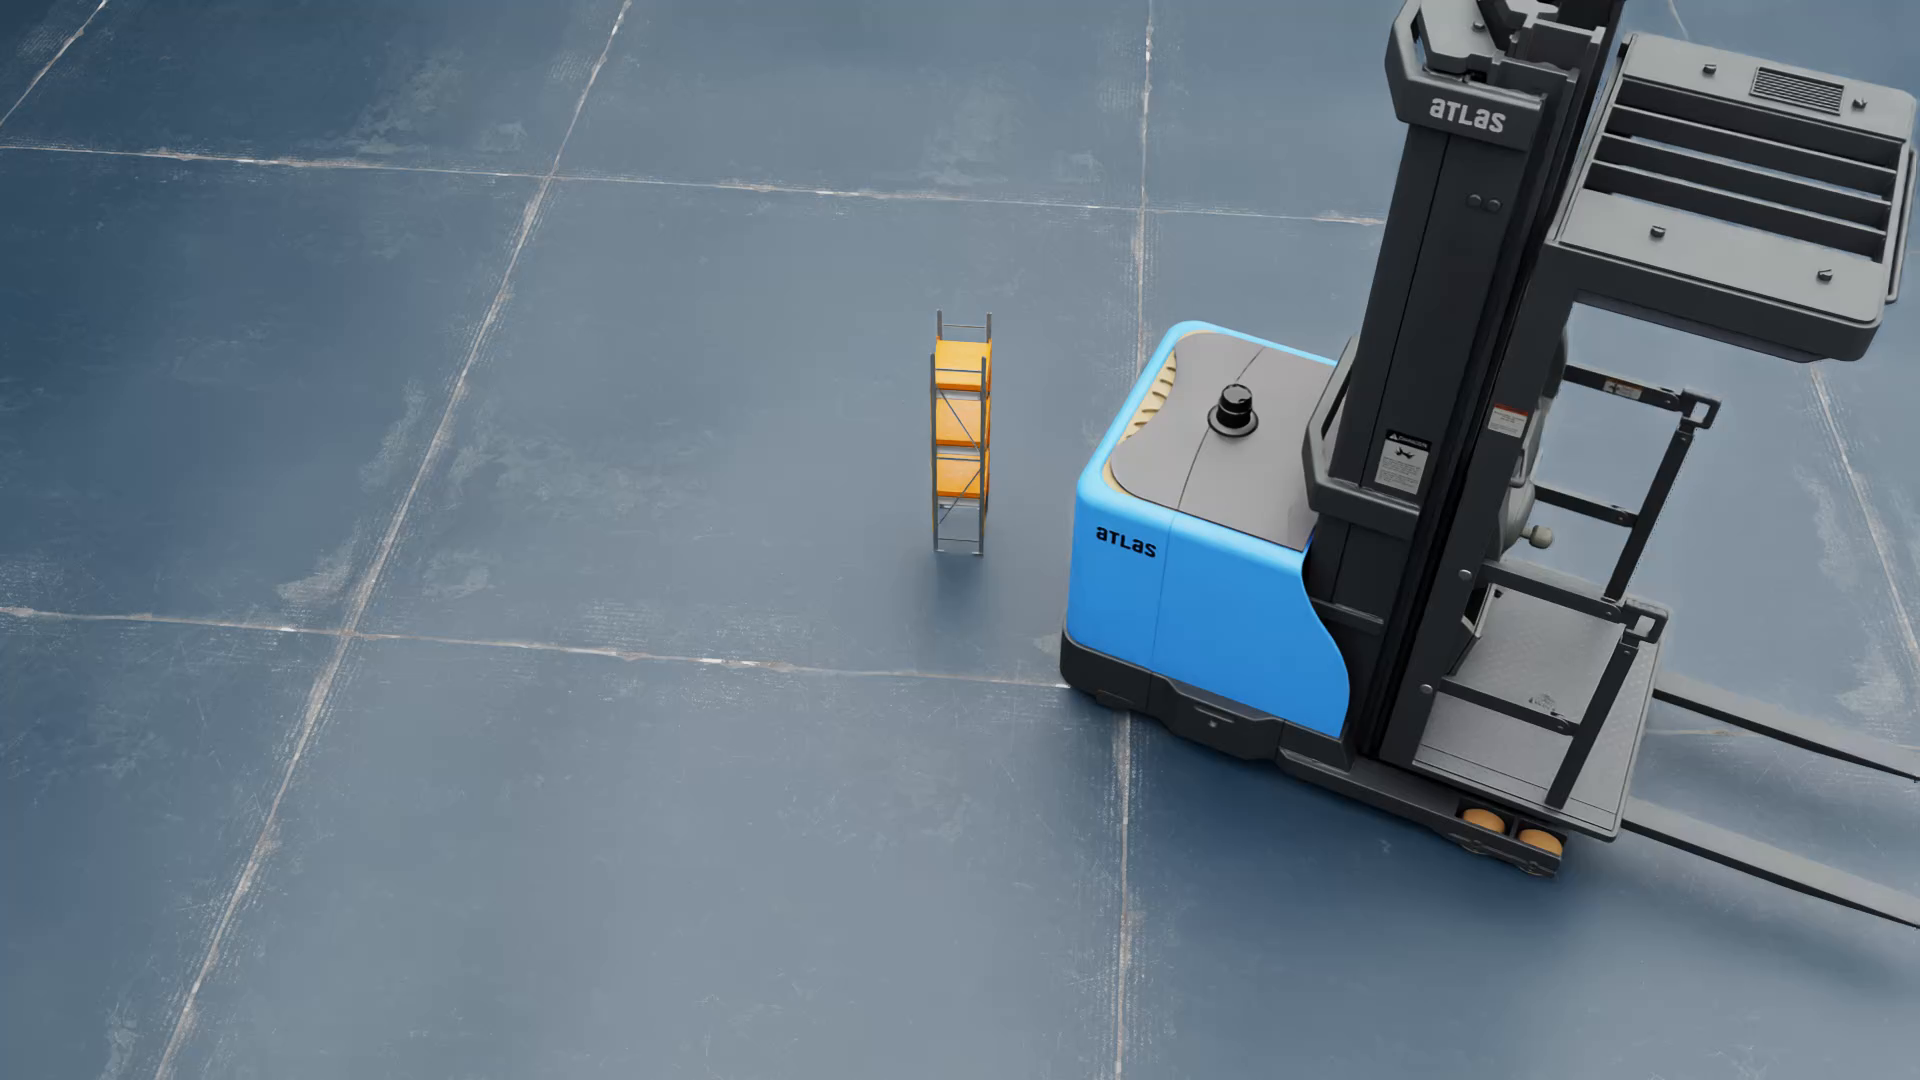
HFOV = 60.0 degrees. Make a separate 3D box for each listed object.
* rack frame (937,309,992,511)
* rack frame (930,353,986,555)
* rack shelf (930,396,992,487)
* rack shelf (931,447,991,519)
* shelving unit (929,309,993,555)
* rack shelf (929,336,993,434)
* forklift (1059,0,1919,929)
[{"bbox_3d":[0.016,-0.483,6.481,0.200,1.050,0.008,4,48,4],"label":"rack frame"},{"bbox_3d":[-0.006,-0.304,6.317,0.200,1.050,0.008,4,48,4],"label":"rack frame"},{"bbox_3d":[0.005,-0.387,6.406,0.215,0.259,0.240,4,48,4],"label":"rack shelf"},{"bbox_3d":[0.005,-0.199,6.611,0.215,0.259,0.240,4,48,4],"label":"rack shelf"},{"bbox_3d":[0.005,-0.394,6.399,0.215,1.050,0.252,4,48,4],"label":"shelving unit"},{"bbox_3d":[0.005,-0.578,6.197,0.215,0.259,0.240,4,48,4],"label":"rack shelf"},{"bbox_3d":[1.929,-0.293,5.032,3.031,2.935,1.130,19,50,17],"label":"forklift"}]
